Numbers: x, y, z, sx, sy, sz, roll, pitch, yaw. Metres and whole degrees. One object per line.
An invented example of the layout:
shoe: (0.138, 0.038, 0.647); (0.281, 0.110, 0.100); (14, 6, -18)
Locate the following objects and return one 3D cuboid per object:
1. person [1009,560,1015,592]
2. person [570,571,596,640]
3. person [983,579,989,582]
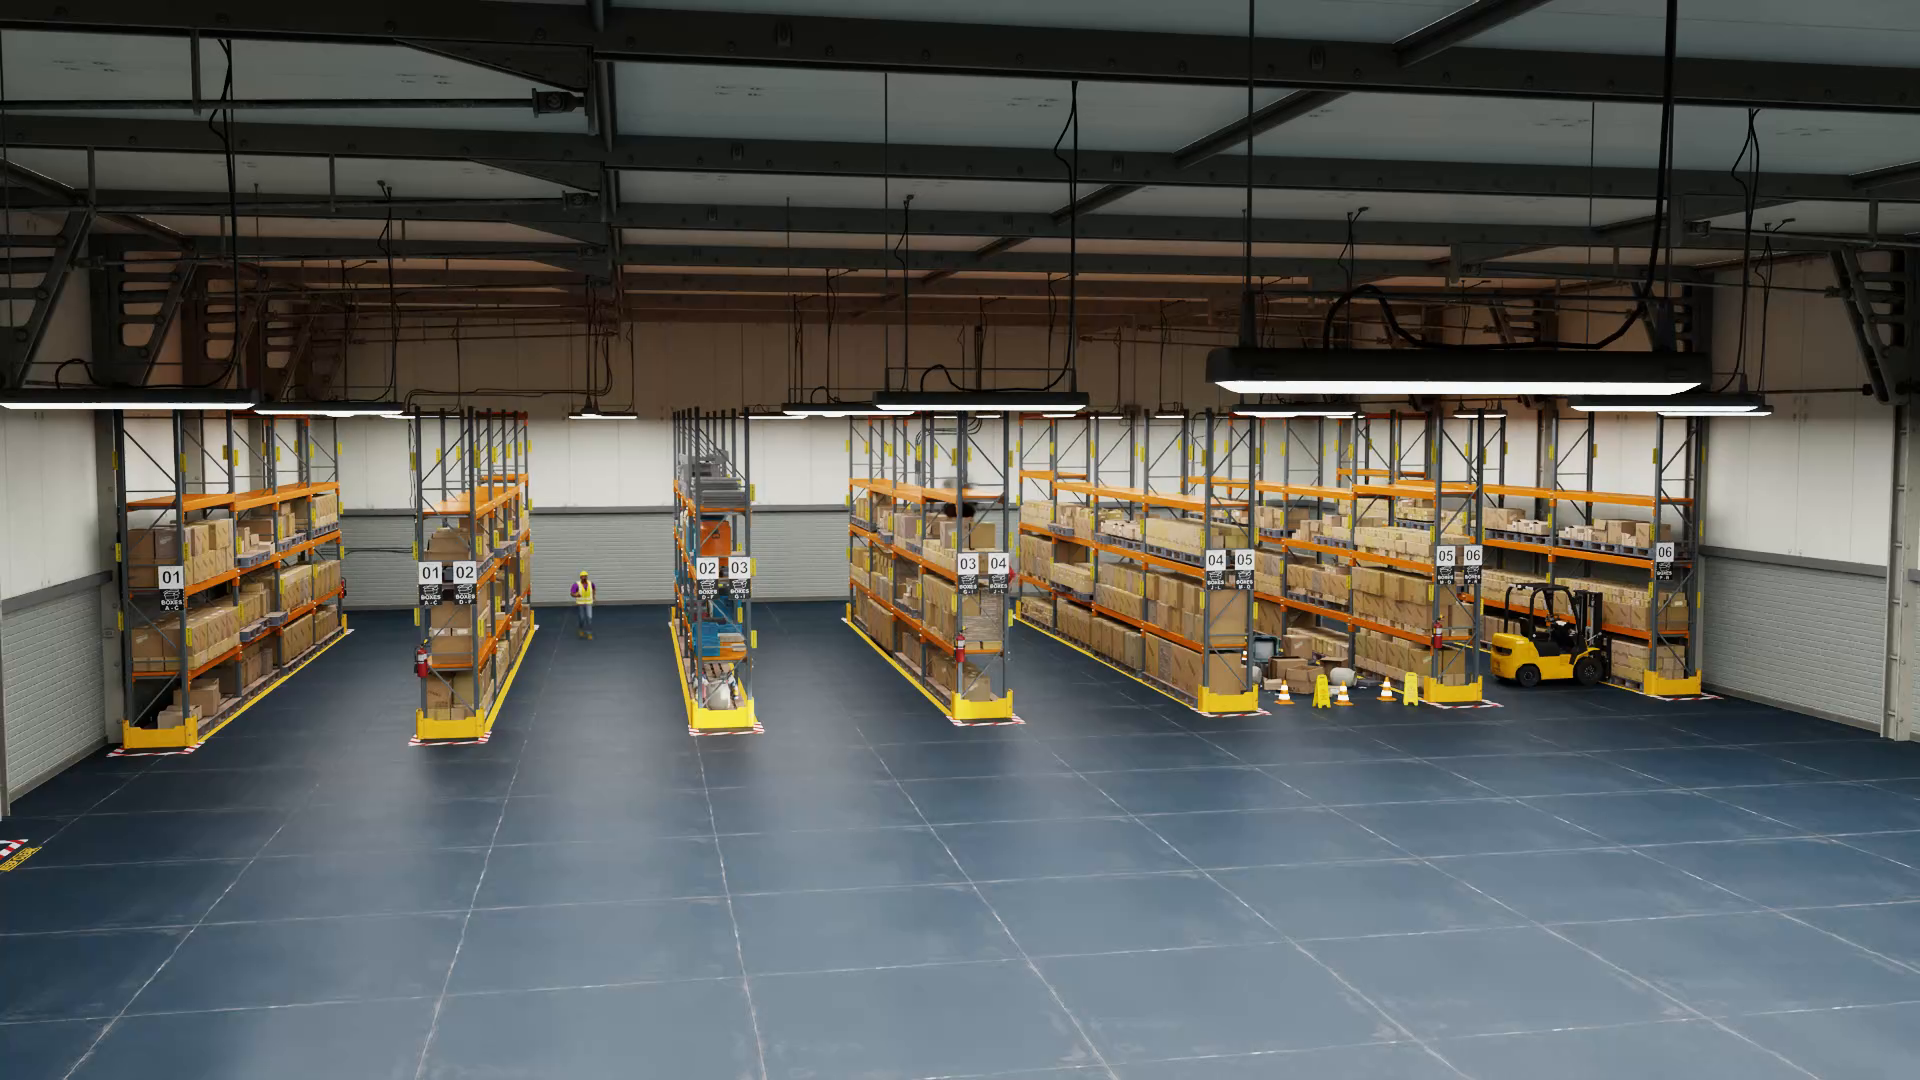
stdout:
person: (1.305, 1.392, 49.327); (0.539, 1.651, 0.700); (-4, 5, -42)
person: (-9.903, 1.706, 43.769); (0.693, 1.782, 0.942); (-2, 4, -21)
person: (0.781, 1.635, 46.544); (0.619, 1.596, 0.557); (0, 4, -6)
